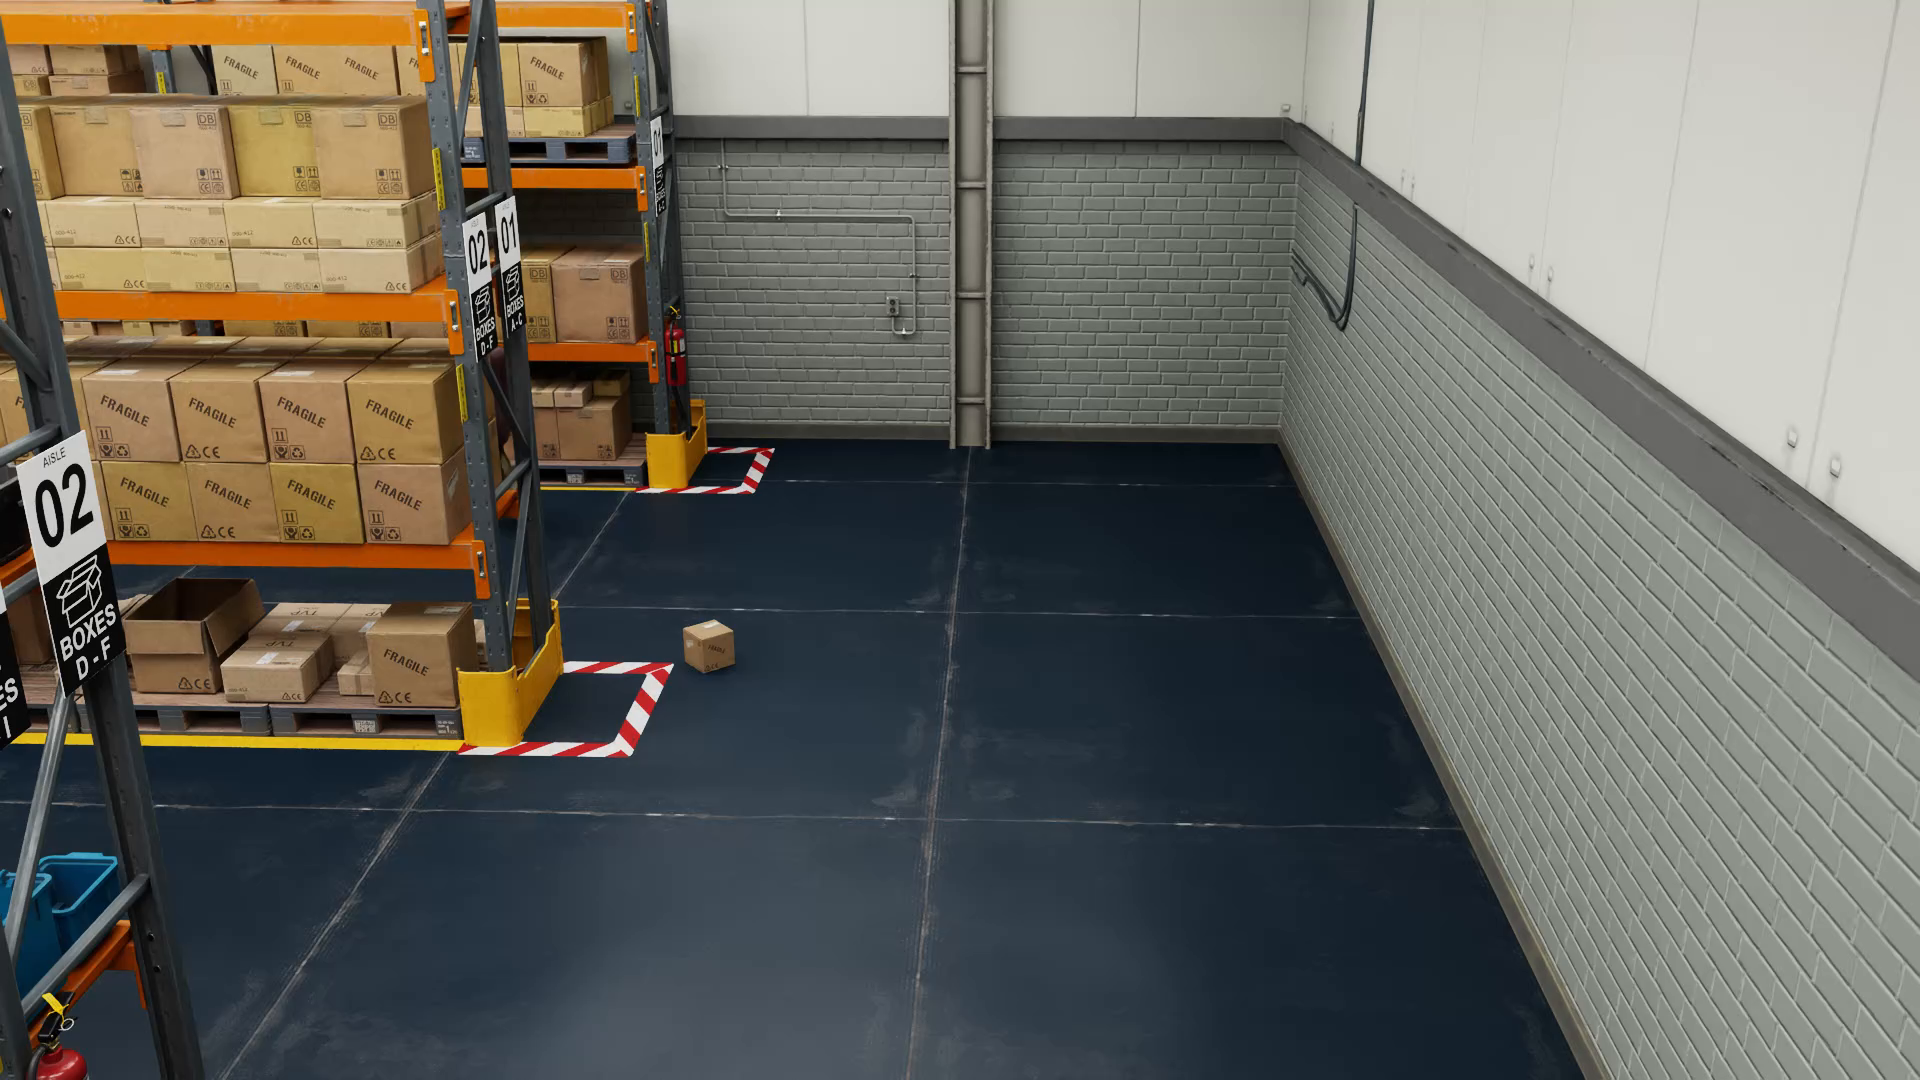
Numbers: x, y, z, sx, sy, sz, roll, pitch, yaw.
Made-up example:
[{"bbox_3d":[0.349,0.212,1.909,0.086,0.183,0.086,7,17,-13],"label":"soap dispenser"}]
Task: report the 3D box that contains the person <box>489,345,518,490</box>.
[{"bbox_3d":[-3.979,-1.000,13.701,0.617,1.777,0.601,-18,27,-40],"label":"person"}]
